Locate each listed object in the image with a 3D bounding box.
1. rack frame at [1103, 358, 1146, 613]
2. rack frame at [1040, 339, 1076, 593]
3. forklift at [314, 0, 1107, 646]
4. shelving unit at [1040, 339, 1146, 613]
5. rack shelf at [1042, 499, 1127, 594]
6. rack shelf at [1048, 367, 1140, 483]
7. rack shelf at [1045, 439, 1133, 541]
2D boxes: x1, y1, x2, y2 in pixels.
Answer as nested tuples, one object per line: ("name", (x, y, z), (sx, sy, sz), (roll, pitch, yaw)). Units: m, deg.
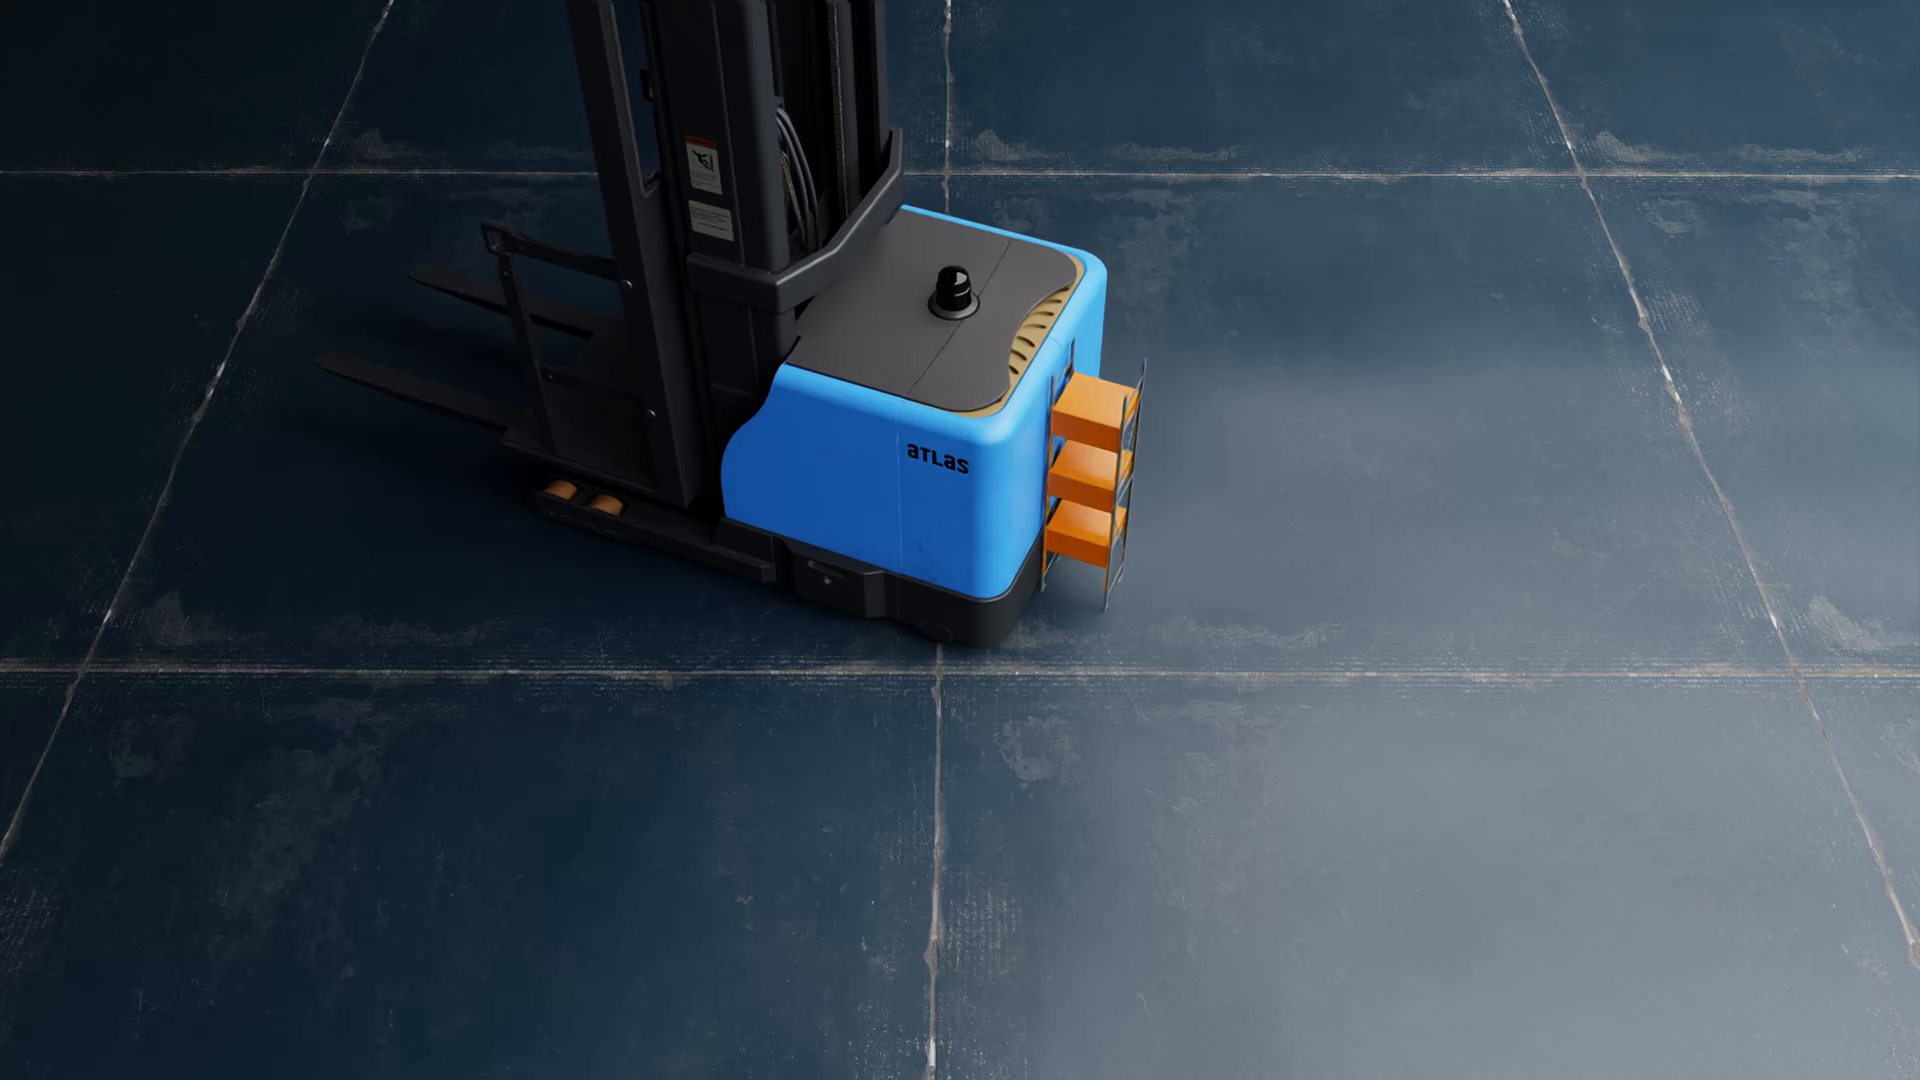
("rack frame", (0.559, -0.161, 5.682), (0.008, 1.050, 0.200), (17, 49, 16))
("rack frame", (0.335, -0.231, 5.748), (0.008, 1.050, 0.200), (17, 49, 16))
("forklift", (-1.046, -1.343, 5.498), (3.031, 2.935, 1.130), (17, 49, 16))
("shelving unit", (0.447, -0.196, 5.715), (0.252, 1.050, 0.215), (17, 49, 16))
("rack shelf", (0.447, 0.000, 5.926), (0.240, 0.259, 0.215), (17, 49, 16))
("rack shelf", (0.447, -0.382, 5.515), (0.240, 0.259, 0.215), (17, 49, 16))
("rack shelf", (0.447, -0.189, 5.723), (0.240, 0.259, 0.215), (17, 49, 16))
